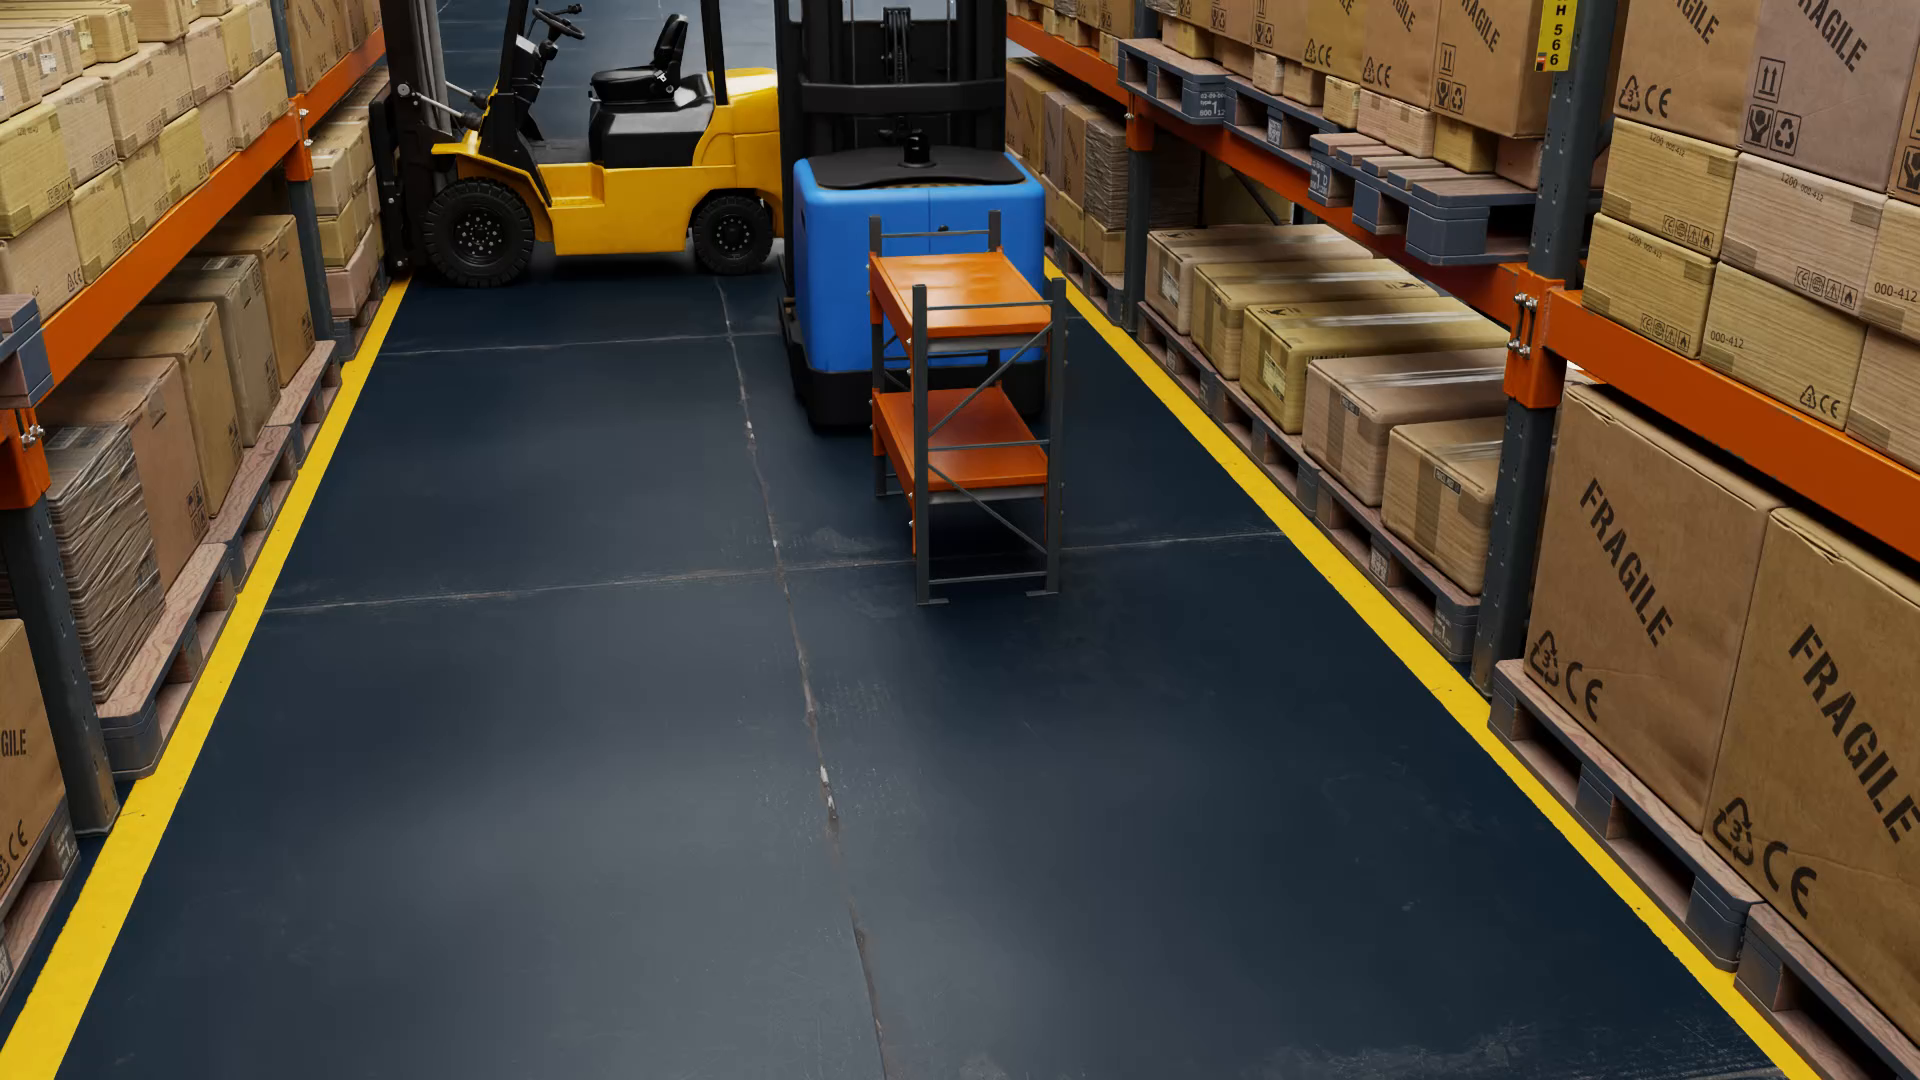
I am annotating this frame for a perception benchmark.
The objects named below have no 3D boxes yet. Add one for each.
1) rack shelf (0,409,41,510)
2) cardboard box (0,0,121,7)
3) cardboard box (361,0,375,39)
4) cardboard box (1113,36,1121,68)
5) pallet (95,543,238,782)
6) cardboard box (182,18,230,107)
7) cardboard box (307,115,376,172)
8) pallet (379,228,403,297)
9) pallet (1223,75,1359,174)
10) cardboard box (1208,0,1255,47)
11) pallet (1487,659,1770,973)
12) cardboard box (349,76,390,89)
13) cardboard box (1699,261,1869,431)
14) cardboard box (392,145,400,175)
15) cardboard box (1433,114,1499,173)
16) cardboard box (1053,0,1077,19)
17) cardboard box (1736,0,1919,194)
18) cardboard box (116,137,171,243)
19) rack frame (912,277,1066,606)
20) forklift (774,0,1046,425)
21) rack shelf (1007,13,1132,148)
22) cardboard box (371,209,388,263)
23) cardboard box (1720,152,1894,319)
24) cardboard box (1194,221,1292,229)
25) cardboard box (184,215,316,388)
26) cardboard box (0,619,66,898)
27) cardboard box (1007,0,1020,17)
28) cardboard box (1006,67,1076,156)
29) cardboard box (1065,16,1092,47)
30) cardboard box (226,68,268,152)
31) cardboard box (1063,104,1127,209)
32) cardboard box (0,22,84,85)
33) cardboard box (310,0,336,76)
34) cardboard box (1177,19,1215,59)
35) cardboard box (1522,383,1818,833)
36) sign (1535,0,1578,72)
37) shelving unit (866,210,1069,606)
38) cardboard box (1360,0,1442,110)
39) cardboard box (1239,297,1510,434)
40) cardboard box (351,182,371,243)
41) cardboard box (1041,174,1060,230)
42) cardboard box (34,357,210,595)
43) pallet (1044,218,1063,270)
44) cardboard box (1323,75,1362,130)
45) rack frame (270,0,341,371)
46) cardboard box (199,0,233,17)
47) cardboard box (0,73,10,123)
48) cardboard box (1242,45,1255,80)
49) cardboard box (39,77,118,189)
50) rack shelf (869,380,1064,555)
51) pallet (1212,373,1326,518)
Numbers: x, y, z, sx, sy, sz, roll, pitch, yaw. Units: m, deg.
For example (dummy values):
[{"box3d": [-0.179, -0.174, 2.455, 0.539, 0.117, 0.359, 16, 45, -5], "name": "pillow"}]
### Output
[{"box3d": [-2.406, 0.544, 2.155, 1.077, 0.370, 4.000, -4, 24, -10], "name": "rack shelf"}, {"box3d": [-2.938, -1.665, 5.378, 0.380, 0.149, 0.250, -4, 24, -10], "name": "cardboard box"}, {"box3d": [-3.725, -3.184, 9.668, 0.500, 0.500, 0.500, -5, 24, -11], "name": "cardboard box"}, {"box3d": [1.002, -2.503, 8.547, 0.380, 0.149, 0.250, -5, 24, -10], "name": "cardboard box"}, {"box3d": [-2.890, 0.379, 5.119, 1.003, 0.211, 1.213, -4, 24, -10], "name": "pallet"}, {"box3d": [-2.983, -1.728, 6.022, 0.500, 0.250, 0.500, -4, 24, -9], "name": "cardboard box"}, {"box3d": [-3.485, -2.146, 9.078, 0.500, 0.250, 0.500, -3, 24, -8], "name": "cardboard box"}, {"box3d": [-3.851, -1.665, 9.797, 1.003, 0.211, 1.213, -4, 24, -10], "name": "pallet"}, {"box3d": [1.695, -1.629, 6.471, 1.003, 0.211, 1.213, -4, 24, -10], "name": "pallet"}, {"box3d": [1.338, -2.291, 6.726, 0.500, 0.500, 0.500, -4, 24, -10], "name": "cardboard box"}, {"box3d": [2.173, 0.653, 4.492, 1.003, 0.211, 1.213, -4, 24, -10], "name": "pallet"}, {"box3d": [-3.764, -2.751, 10.463, 0.500, 0.250, 0.500, -4, 24, -9], "name": "cardboard box"}, {"box3d": [2.057, -0.461, 3.744, 0.500, 0.250, 0.500, -5, 24, -11], "name": "cardboard box"}, {"box3d": [-3.660, -2.312, 10.083, 0.500, 0.250, 0.500, -5, 24, -11], "name": "cardboard box"}, {"box3d": [1.689, -1.230, 5.108, 0.380, 0.149, 0.250, -4, 24, -9], "name": "cardboard box"}, {"box3d": [0.833, -3.259, 9.467, 0.500, 0.500, 0.500, -4, 24, -8], "name": "cardboard box"}, {"box3d": [2.053, -1.039, 3.506, 0.500, 0.500, 0.500, -4, 24, -10], "name": "cardboard box"}, {"box3d": [-2.808, -1.096, 5.200, 0.500, 0.250, 0.500, -5, 24, -11], "name": "cardboard box"}, {"box3d": [0.095, -0.313, 5.561, 0.500, 1.125, 0.032, -4, 24, -10], "name": "rack frame"}, {"box3d": [-0.362, -2.399, 8.082, 1.130, 2.935, 3.031, -4, 24, -8], "name": "forklift"}, {"box3d": [0.992, -2.971, 10.205, 1.077, 0.370, 4.000, -4, 24, -10], "name": "rack shelf"}, {"box3d": [-3.499, -1.692, 9.288, 0.500, 0.250, 0.500, -4, 24, -9], "name": "cardboard box"}, {"box3d": [2.047, -0.680, 3.623, 0.500, 0.250, 0.500, -4, 24, -8], "name": "cardboard box"}, {"box3d": [1.518, -1.699, 9.303, 0.500, 0.250, 0.500, -5, 24, -12], "name": "cardboard box"}, {"box3d": [-3.408, -1.045, 7.338, 0.875, 0.625, 0.625, -3, 24, -7], "name": "cardboard box"}, {"box3d": [-2.487, 0.531, 3.884, 0.500, 0.500, 0.500, -4, 24, -8], "name": "cardboard box"}, {"box3d": [0.513, -3.512, 10.857, 0.380, 0.149, 0.250, -4, 24, -9], "name": "cardboard box"}, {"box3d": [0.605, -2.811, 10.913, 0.500, 0.500, 0.500, -5, 24, -12], "name": "cardboard box"}, {"box3d": [0.811, -2.903, 9.462, 0.380, 0.149, 0.250, -5, 24, -11], "name": "cardboard box"}, {"box3d": [-3.067, -1.701, 6.583, 0.500, 0.250, 0.500, -4, 24, -10], "name": "cardboard box"}, {"box3d": [0.893, -2.203, 9.521, 0.500, 0.500, 0.500, -4, 24, -9], "name": "cardboard box"}, {"box3d": [-2.730, -1.368, 4.700, 0.380, 0.149, 0.250, -4, 24, -9], "name": "cardboard box"}, {"box3d": [-3.454, -2.589, 8.305, 0.500, 0.500, 0.500, -4, 24, -9], "name": "cardboard box"}, {"box3d": [1.191, -2.252, 7.448, 0.380, 0.149, 0.250, -4, 24, -9], "name": "cardboard box"}, {"box3d": [2.147, 0.118, 4.362, 0.875, 0.875, 0.875, -5, 24, -10], "name": "cardboard box"}, {"box3d": [1.570, -1.391, 4.341, 0.100, 0.325, 0.005, -4, 24, -10], "name": "sign"}, {"box3d": [0.001, -0.513, 6.019, 0.538, 1.125, 1.048, -4, 24, -10], "name": "shelving unit"}, {"box3d": [1.638, -1.676, 5.319, 0.500, 0.500, 0.500, -5, 24, -11], "name": "cardboard box"}, {"box3d": [1.727, -0.741, 6.956, 0.950, 0.372, 0.625, -4, 24, -8], "name": "cardboard box"}, {"box3d": [-3.397, -1.718, 8.722, 0.500, 0.250, 0.500, -4, 24, -10], "name": "cardboard box"}, {"box3d": [0.790, -2.068, 10.149, 0.500, 0.250, 0.500, -4, 24, -9], "name": "cardboard box"}, {"box3d": [-3.007, -0.179, 5.355, 0.875, 0.625, 0.625, -4, 24, -8], "name": "cardboard box"}, {"box3d": [0.974, -1.979, 10.517, 1.003, 0.211, 1.213, -4, 24, -10], "name": "pallet"}, {"box3d": [1.495, -1.533, 5.801, 0.380, 0.149, 0.250, -4, 24, -9], "name": "cardboard box"}, {"box3d": [-3.516, -2.146, 7.415, 1.000, 3.000, 0.127, -4, 24, -10], "name": "rack frame"}, {"box3d": [-2.997, -2.077, 6.322, 0.380, 0.149, 0.250, -5, 24, -11], "name": "cardboard box"}, {"box3d": [-2.546, -1.062, 4.000, 0.380, 0.149, 0.250, -4, 24, -8], "name": "cardboard box"}, {"box3d": [1.369, -1.945, 6.744, 0.380, 0.149, 0.250, -4, 24, -9], "name": "cardboard box"}, {"box3d": [-2.710, -1.122, 4.635, 0.500, 0.250, 0.500, -4, 24, -8], "name": "cardboard box"}, {"box3d": [0.001, -0.289, 6.117, 0.538, 0.278, 1.000, -4, 24, -10], "name": "rack shelf"}, {"box3d": [1.736, -0.450, 7.015, 1.003, 0.211, 1.213, -4, 24, -10], "name": "pallet"}]
